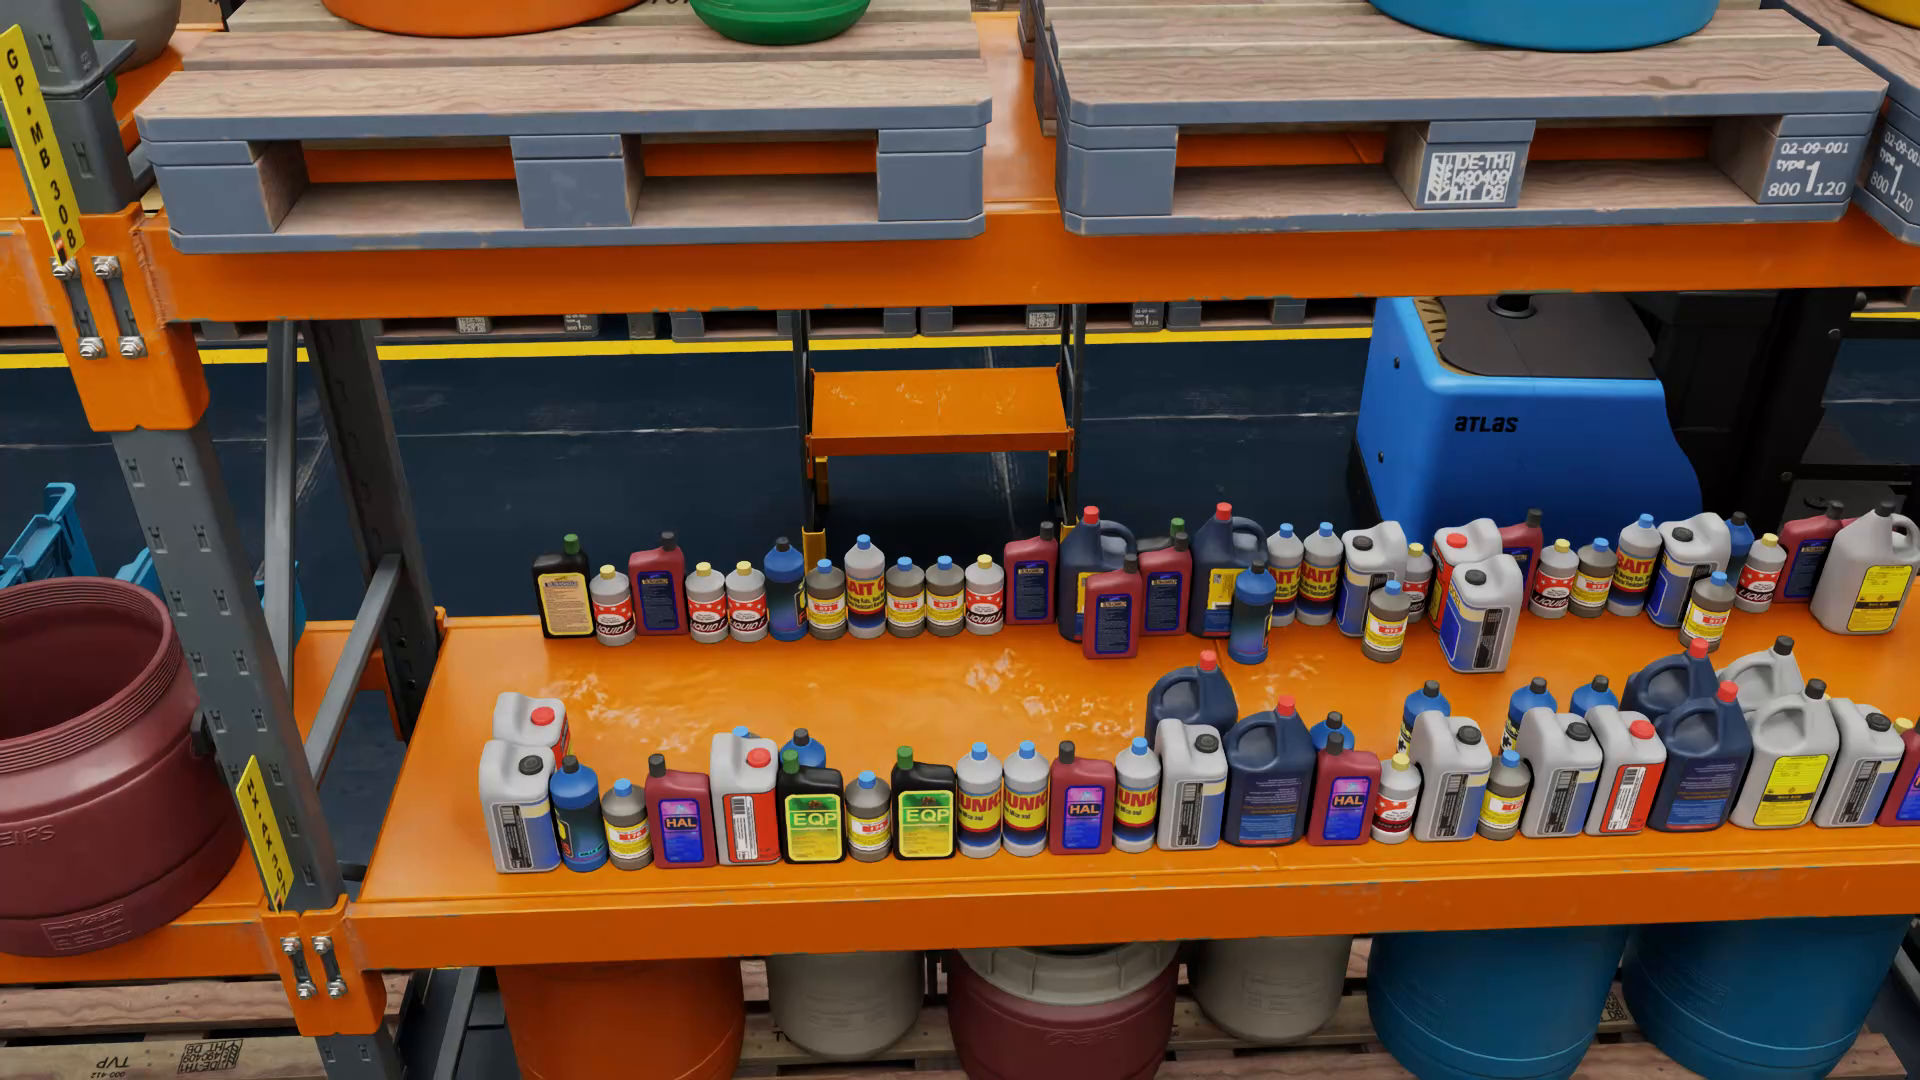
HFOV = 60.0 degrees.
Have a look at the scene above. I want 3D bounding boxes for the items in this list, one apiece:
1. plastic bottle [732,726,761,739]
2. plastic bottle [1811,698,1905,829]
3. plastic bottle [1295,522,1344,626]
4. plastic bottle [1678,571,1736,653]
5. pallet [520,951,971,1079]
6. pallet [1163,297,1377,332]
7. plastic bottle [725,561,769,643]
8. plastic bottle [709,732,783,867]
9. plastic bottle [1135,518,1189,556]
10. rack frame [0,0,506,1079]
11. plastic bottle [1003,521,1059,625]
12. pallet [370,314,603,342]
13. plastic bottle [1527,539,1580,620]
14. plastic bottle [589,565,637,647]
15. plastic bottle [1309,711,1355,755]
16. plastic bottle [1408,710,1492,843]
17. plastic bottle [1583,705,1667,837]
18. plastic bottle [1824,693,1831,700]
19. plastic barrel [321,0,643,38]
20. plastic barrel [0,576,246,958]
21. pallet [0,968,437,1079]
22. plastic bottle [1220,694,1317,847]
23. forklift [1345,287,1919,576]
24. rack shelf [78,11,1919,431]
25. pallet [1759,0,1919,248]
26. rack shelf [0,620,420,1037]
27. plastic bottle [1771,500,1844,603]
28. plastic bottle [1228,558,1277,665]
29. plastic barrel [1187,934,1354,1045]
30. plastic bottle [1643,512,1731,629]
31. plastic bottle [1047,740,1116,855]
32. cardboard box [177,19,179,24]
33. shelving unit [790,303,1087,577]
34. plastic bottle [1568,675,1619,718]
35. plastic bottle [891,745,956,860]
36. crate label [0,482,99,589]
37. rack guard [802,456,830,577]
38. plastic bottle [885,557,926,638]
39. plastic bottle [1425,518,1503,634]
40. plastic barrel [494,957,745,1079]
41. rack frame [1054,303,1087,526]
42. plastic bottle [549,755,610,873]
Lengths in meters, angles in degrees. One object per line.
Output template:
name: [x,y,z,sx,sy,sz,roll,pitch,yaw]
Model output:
plastic bottle: [-0.466,0.488,3.584,0.097,0.201,0.097,0,35,0]
plastic bottle: [1.901,0.464,3.552,0.135,0.276,0.152,-2,35,-2]
plastic bottle: [0.891,0.077,4.116,0.097,0.271,0.097,0,35,0]
plastic bottle: [1.823,0.167,4.047,0.097,0.201,0.097,0,35,0]
pallet: [-0.565,1.419,4.515,1.213,0.211,1.003,-2,35,-2]
pallet: [1.603,-1.416,8.611,1.213,0.211,1.003,-2,35,-2]
plastic bottle: [-0.523,0.144,4.081,0.097,0.201,0.097,0,35,0]
plastic bottle: [-0.441,0.528,3.461,0.135,0.276,0.152,-2,35,-2]
plastic bottle: [0.492,0.072,4.112,0.133,0.283,0.061,-2,35,-2]
rack frame: [-1.351,0.317,3.656,0.127,3.000,1.000,-2,35,-2]
plastic bottle: [0.175,0.081,4.100,0.133,0.283,0.061,-2,35,-2]
pallet: [-2.406,-1.352,8.518,1.213,0.211,1.003,-2,35,-2]
plastic bottle: [1.487,0.089,4.159,0.097,0.201,0.097,0,35,0]
plastic bottle: [-0.851,0.153,4.068,0.097,0.201,0.097,0,35,0]
plastic bottle: [0.781,0.477,3.537,0.097,0.271,0.097,0,35,0]
plastic bottle: [1.031,0.488,3.518,0.135,0.276,0.152,-2,35,-2]
plastic bottle: [1.398,0.478,3.532,0.135,0.276,0.152,-2,35,-2]
plastic bottle: [1.877,0.425,3.675,0.097,0.201,0.097,0,35,0]
plastic barrel: [-0.784,-1.279,2.580,0.708,0.830,0.600,-2,35,-2]
plastic barrel: [-1.800,0.446,3.350,0.708,0.536,0.600,-2,35,-2]
pallet: [-2.127,1.462,4.451,1.213,0.211,1.003,-2,35,-2]
plastic bottle: [0.642,0.470,3.478,0.185,0.351,0.144,-2,35,-2]
forklift: [3.111,-1.110,5.778,3.031,2.935,1.130,1,35,2]
rack shelf: [0.647,-0.675,3.085,4.000,0.370,1.077,-2,35,-2]
pallet: [1.866,-0.870,2.901,1.003,0.211,1.213,-2,35,-2]
rack shelf: [-3.349,0.667,3.783,4.000,0.370,1.077,-2,35,-2]
plastic bottle: [2.125,0.028,4.176,0.133,0.283,0.061,-2,35,-2]
plastic bottle: [0.703,0.164,3.990,0.097,0.271,0.097,0,35,0]
plastic barrel: [0.825,1.048,4.417,0.421,0.512,0.421,0,35,0]
plastic bottle: [1.799,0.066,4.128,0.135,0.276,0.152,-2,35,-2]
plastic bottle: [0.253,0.532,3.448,0.133,0.283,0.061,-2,35,-2]
cardboard box: [-3.783,-2.471,7.597,0.500,0.500,0.500,-1,35,-2]
shelving unit: [-0.076,-0.615,6.320,1.083,1.500,0.587,-2,35,-2]
plastic bottle: [1.373,0.410,3.635,0.097,0.271,0.097,0,35,0]
plastic bottle: [-0.075,0.541,3.435,0.133,0.283,0.061,-2,35,-2]
crate label: [-2.356,0.175,3.830,0.616,0.435,0.502,-2,35,-2]
rack guard: [-0.574,-0.087,6.657,0.087,0.250,0.587,-2,35,-2]
plastic bottle: [-0.134,0.133,4.096,0.097,0.201,0.097,0,35,0]
plastic bottle: [1.239,0.081,4.106,0.135,0.276,0.152,-2,35,-2]
plastic barrel: [-0.863,1.014,4.187,0.708,0.830,0.600,-2,35,-2]
rack frame: [0.423,-0.628,6.340,0.032,1.500,0.500,-2,35,-2]
plastic bottle: [-0.786,0.554,3.426,0.097,0.271,0.097,0,35,0]
